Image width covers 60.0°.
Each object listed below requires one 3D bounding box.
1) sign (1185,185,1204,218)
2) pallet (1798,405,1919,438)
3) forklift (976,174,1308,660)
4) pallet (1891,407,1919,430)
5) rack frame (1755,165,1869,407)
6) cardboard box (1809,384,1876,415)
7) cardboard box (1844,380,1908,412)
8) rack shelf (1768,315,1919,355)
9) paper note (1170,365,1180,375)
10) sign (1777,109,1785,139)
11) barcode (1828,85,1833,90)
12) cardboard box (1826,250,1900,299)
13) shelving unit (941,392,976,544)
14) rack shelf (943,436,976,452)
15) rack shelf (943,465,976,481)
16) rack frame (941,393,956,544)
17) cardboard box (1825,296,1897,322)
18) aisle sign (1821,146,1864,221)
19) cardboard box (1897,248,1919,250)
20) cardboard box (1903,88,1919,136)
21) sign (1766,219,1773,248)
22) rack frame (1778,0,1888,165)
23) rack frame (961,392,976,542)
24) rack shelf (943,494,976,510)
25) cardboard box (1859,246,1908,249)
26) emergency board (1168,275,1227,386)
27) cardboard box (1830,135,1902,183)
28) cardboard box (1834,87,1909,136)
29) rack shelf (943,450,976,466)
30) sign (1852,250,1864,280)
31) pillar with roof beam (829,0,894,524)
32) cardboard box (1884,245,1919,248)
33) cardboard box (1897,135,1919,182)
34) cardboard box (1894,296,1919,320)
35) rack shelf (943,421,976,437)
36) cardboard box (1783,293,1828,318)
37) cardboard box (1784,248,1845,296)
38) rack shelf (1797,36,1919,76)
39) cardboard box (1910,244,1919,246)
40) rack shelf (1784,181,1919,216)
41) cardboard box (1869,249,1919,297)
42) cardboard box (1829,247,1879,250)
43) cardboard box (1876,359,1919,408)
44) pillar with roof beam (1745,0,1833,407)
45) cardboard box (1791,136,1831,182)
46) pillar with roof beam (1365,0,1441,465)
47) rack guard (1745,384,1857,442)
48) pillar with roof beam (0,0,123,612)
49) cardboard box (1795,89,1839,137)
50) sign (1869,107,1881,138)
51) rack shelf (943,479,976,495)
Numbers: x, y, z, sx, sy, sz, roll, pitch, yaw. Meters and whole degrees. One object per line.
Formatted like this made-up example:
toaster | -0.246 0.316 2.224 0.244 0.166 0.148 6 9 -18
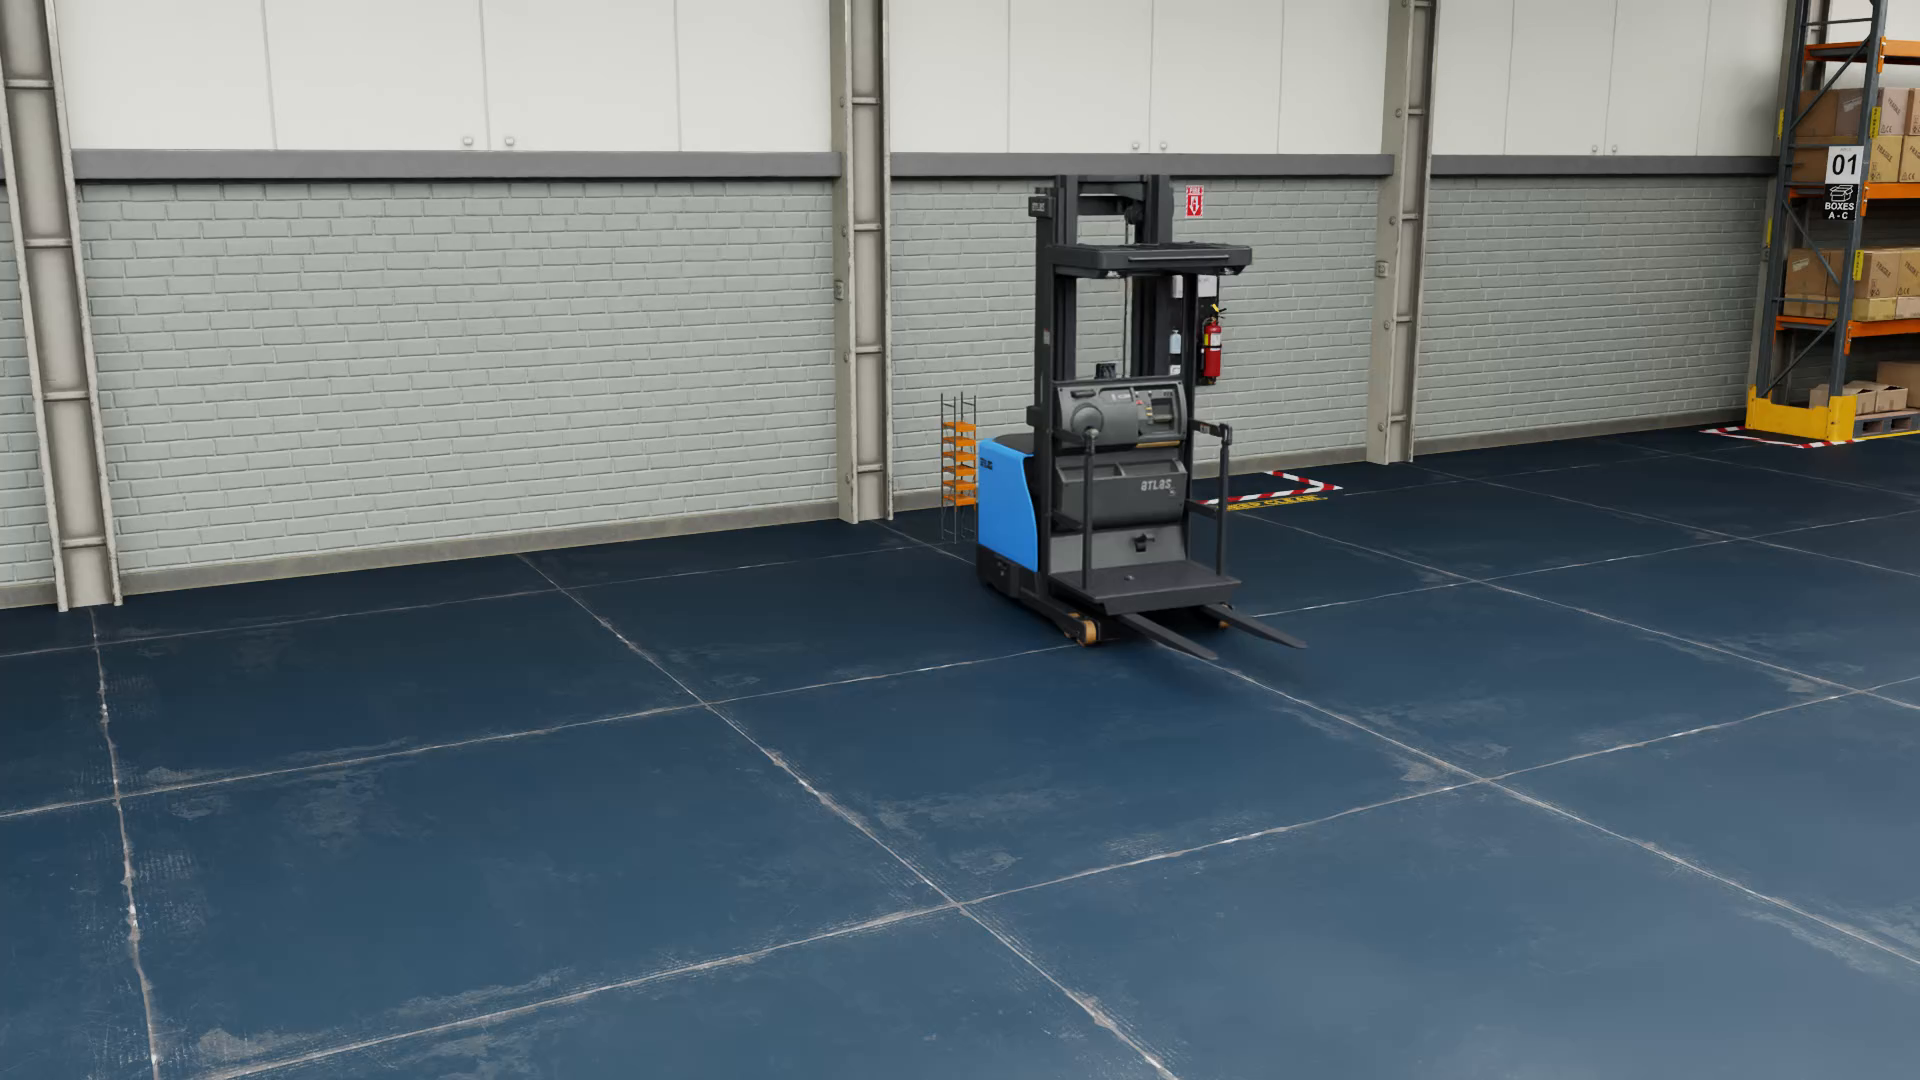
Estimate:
sign | 2.204 -3.180 15.626 0.199 0.298 0.001 -7 14 -28
pallet | 10.309 -1.400 19.349 1.213 0.211 1.003 -7 14 -28
forklift | 1.156 -0.861 10.760 1.130 2.935 3.031 -5 14 -22
pallet | 11.378 -1.527 19.915 1.213 0.211 1.003 -7 14 -28
rack frame | 9.512 -2.674 18.658 0.127 3.000 1.000 -7 14 -28
cardboard box | 10.163 -1.632 19.151 0.500 0.311 0.500 -9 15 -34
cardboard box | 10.663 -1.692 19.418 0.500 0.311 0.500 -6 14 -23
rack shelf | 11.268 -2.533 19.672 4.000 0.370 1.077 -7 14 -28
paper note | 2.070 -1.595 15.872 0.142 0.148 0.016 -7 14 -28
sign | 9.264 -4.678 18.716 0.005 0.325 0.100 -7 14 -28
barcode | 9.896 -5.137 18.902 0.075 0.075 0.001 -7 14 -28
cardboard box | 10.075 -2.968 18.556 0.500 0.500 0.500 -7 14 -28
shelving unit | -0.013 -0.584 13.471 0.189 1.200 0.258 -7 14 -28
rack shelf | -0.013 -0.775 13.428 0.180 0.103 0.258 -7 14 -28
rack shelf | -0.013 -0.540 13.480 0.180 0.103 0.258 -7 14 -28
rack frame | -0.093 -0.574 13.428 0.006 1.200 0.240 -7 14 -28
cardboard box | 10.093 -2.600 18.628 0.500 0.250 0.500 -7 15 -29
aisle sign | 9.593 -3.877 18.082 0.004 0.787 0.394 -7 14 -28
cardboard box | 10.970 -3.072 19.014 0.500 0.500 0.500 -7 15 -30
cardboard box | 10.431 -4.720 18.369 0.500 0.500 0.500 -7 14 -29
sign | 9.264 -3.502 18.981 0.005 0.325 0.100 -7 14 -28
rack frame | 9.512 -5.601 17.999 0.127 3.000 1.000 -7 14 -28
rack frame | 0.068 -0.593 13.513 0.006 1.200 0.240 -7 14 -28
rack shelf | -0.013 -0.306 13.533 0.180 0.103 0.258 -7 14 -28
cardboard box | 10.722 -3.173 19.464 0.500 0.500 0.500 -7 15 -29
emergency board | 2.258 -2.030 15.799 0.643 1.169 0.194 -7 14 -28
cardboard box | 9.925 -4.183 18.258 0.500 0.500 0.500 -6 14 -26
cardboard box | 9.967 -4.677 18.178 0.500 0.500 0.500 -8 15 -32
rack shelf | -0.013 -0.658 13.454 0.180 0.103 0.258 -7 14 -28
sign | 9.772 -2.992 18.098 0.005 0.325 0.100 -7 14 -28
pillar with roof beam | 1.242 -3.749 9.771 0.400 9.000 9.100 -7 14 -28
cardboard box | 11.164 -3.226 19.700 0.500 0.500 0.500 -7 14 -27
cardboard box | 10.414 -4.232 18.478 0.500 0.500 0.500 -6 14 -24
cardboard box | 10.542 -2.658 18.883 0.500 0.250 0.500 -7 15 -30
rack shelf | -0.013 -0.892 13.401 0.180 0.103 0.258 -7 14 -28
cardboard box | 9.830 -2.697 19.057 0.500 0.250 0.500 -7 14 -27
cardboard box | 9.824 -3.067 18.992 0.500 0.500 0.500 -7 14 -28
rack shelf | 11.268 -5.458 19.013 4.000 0.370 1.077 -7 14 -28
cardboard box | 11.615 -3.283 19.952 0.500 0.500 0.500 -6 14 -26
rack shelf | 11.268 -3.997 19.342 4.000 0.370 1.077 -7 14 -28
cardboard box | 10.514 -3.019 18.778 0.500 0.500 0.500 -7 14 -28
cardboard box | 10.271 -3.118 19.219 0.500 0.500 0.500 -7 14 -27
cardboard box | 11.331 -1.852 19.697 0.500 0.500 0.700 -8 15 -31
pillar with roof beam | 11.775 -5.011 15.381 0.400 9.000 9.100 -7 14 -28
cardboard box | 9.757 -4.288 18.727 0.500 0.500 0.500 -6 14 -24
pillar with roof beam | 6.508 -4.380 12.576 0.400 9.000 9.100 -7 14 -28
rack guard | 9.579 -1.462 18.968 0.348 0.500 1.175 -7 14 -28
pillar with roof beam | -4.024 -3.118 6.967 0.400 9.000 9.100 -7 14 -28
cardboard box | 9.765 -4.779 18.631 0.500 0.500 0.500 -6 14 -25
sign | 9.772 -4.459 17.768 0.005 0.325 0.100 -7 14 -28
rack shelf | -0.013 -0.423 13.507 0.180 0.103 0.258 -7 14 -28
